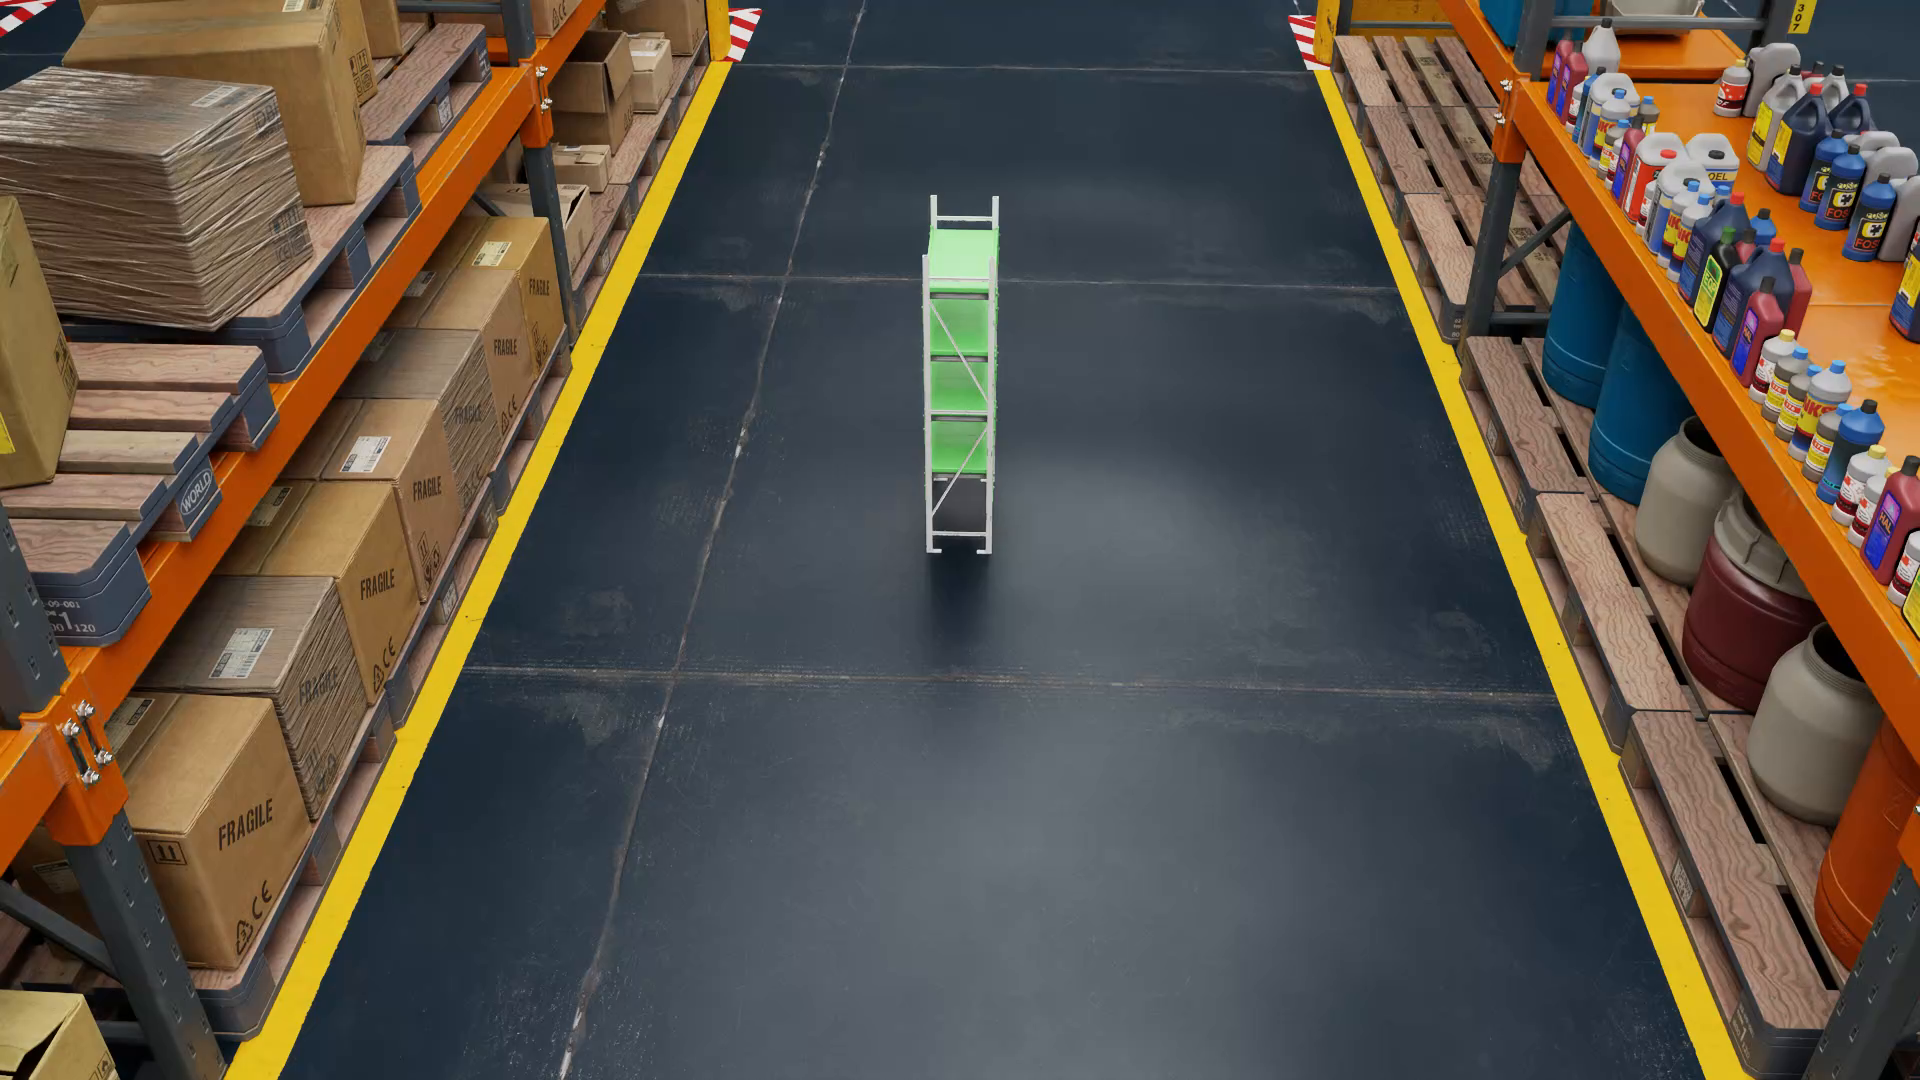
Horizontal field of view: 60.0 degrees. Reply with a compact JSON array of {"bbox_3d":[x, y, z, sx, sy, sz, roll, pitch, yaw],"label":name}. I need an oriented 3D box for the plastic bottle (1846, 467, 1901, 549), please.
[{"bbox_3d":[2.176,-0.079,3.926,0.097,0.201,0.097,0,35,0],"label":"plastic bottle"}]

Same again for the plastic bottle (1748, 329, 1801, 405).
[{"bbox_3d":[2.204,-0.470,4.483,0.097,0.201,0.097,0,35,0],"label":"plastic bottle"}]

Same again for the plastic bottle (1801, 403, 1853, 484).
[{"bbox_3d":[2.188,-0.247,4.165,0.097,0.201,0.097,0,35,0],"label":"plastic bottle"}]

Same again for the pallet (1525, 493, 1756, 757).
[{"bbox_3d":[2.596,0.268,5.684,1.003,0.211,1.213,1,35,2],"label":"pallet"}]

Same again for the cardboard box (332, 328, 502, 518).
[{"bbox_3d":[-2.017,-0.429,6.043,0.500,0.500,0.500,2,35,2],"label":"cardboard box"}]

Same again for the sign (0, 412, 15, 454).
[{"bbox_3d":[-1.840,-0.299,3.059,0.100,0.325,0.005,1,35,2],"label":"sign"}]

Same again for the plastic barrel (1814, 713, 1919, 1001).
[{"bbox_3d":[2.557,0.715,4.146,0.600,0.830,0.708,1,35,2],"label":"plastic barrel"}]

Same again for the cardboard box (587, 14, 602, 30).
[{"bbox_3d":[-2.399,-2.894,9.768,0.500,0.250,0.500,1,35,2],"label":"cardboard box"}]

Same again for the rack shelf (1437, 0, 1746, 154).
[{"bbox_3d":[2.795,-2.872,8.354,1.077,0.370,4.000,1,35,2],"label":"rack shelf"}]

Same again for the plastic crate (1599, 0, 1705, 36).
[{"bbox_3d":[2.876,-2.198,6.946,0.396,0.136,0.243,1,35,2],"label":"plastic crate"}]

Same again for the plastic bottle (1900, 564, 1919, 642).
[{"bbox_3d":[2.144,0.086,3.620,0.061,0.283,0.133,1,35,2],"label":"plastic bottle"}]

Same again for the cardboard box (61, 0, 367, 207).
[{"bbox_3d":[-2.244,-1.330,5.082,0.700,0.500,0.500,-7,36,-10],"label":"cardboard box"}]

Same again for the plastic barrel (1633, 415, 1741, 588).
[{"bbox_3d":[2.536,-0.130,5.625,0.421,0.512,0.421,0,35,0],"label":"plastic barrel"}]

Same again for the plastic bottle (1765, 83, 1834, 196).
[{"bbox_3d":[2.853,-1.359,5.618,0.144,0.351,0.185,1,35,2],"label":"plastic bottle"}]

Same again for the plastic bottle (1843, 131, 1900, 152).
[{"bbox_3d":[2.987,-1.233,5.504,0.152,0.276,0.135,1,35,2],"label":"plastic bottle"}]

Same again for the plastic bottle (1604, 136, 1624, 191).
[{"bbox_3d":[2.261,-1.291,5.651,0.097,0.201,0.097,0,35,0],"label":"plastic bottle"}]

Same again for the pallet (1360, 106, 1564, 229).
[{"bbox_3d":[2.752,-2.003,8.916,1.003,0.211,1.213,1,35,2],"label":"pallet"}]

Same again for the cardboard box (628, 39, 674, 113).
[{"bbox_3d":[-1.918,-2.624,9.384,0.500,0.250,0.500,1,35,2],"label":"cardboard box"}]

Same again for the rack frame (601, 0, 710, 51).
[{"bbox_3d":[-2.074,-4.432,9.948,1.000,3.000,0.127,1,35,2],"label":"rack frame"}]

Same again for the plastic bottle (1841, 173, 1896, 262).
[{"bbox_3d":[2.847,-1.013,5.195,0.097,0.271,0.097,0,35,0],"label":"plastic bottle"}]

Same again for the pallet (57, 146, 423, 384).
[{"bbox_3d":[-2.322,-0.875,5.053,1.003,0.211,1.213,1,35,2],"label":"pallet"}]

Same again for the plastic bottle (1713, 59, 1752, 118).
[{"bbox_3d":[2.897,-1.695,6.225,0.097,0.201,0.097,0,35,0],"label":"plastic bottle"}]

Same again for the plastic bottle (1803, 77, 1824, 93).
[{"bbox_3d":[3.007,-1.523,5.916,0.152,0.276,0.135,1,35,2],"label":"plastic bottle"}]

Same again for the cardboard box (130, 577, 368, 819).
[{"bbox_3d":[-2.076,0.451,4.791,0.500,0.500,0.500,0,35,0],"label":"cardboard box"}]

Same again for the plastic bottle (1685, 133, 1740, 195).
[{"bbox_3d":[2.430,-1.174,5.420,0.152,0.276,0.135,1,35,2],"label":"plastic bottle"}]

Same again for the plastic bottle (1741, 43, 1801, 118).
[{"bbox_3d":[3.022,-1.733,6.215,0.152,0.276,0.135,1,35,2],"label":"plastic bottle"}]

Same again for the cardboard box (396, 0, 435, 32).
[{"bbox_3d":[-2.471,-2.468,7.066,0.500,0.500,0.500,2,35,3],"label":"cardboard box"}]

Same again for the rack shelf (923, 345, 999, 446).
[{"bbox_3d":[0.007,-0.534,6.077,0.258,0.148,0.480,1,35,2],"label":"rack shelf"}]

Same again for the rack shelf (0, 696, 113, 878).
[{"bbox_3d":[-2.475,1.607,1.980,1.077,0.370,4.000,1,35,2],"label":"rack shelf"}]

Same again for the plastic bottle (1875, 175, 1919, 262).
[{"bbox_3d":[2.972,-1.023,5.204,0.152,0.276,0.135,1,35,2],"label":"plastic bottle"}]

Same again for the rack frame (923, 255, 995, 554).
[{"bbox_3d":[-0.003,-0.446,5.841,0.240,1.200,0.015,1,35,2],"label":"rack frame"}]

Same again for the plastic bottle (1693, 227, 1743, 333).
[{"bbox_3d":[2.203,-0.753,4.815,0.061,0.283,0.133,1,35,2],"label":"plastic bottle"}]

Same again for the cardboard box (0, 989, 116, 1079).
[{"bbox_3d":[-2.170,1.194,3.480,0.500,0.311,0.500,2,35,3],"label":"cardboard box"}]

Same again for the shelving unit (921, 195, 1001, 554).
[{"bbox_3d":[0.007,-0.586,6.040,0.258,1.200,0.503,1,35,2],"label":"shelving unit"}]

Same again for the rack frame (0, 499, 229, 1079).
[{"bbox_3d":[-2.395,0.164,3.408,1.000,3.000,0.127,1,35,2],"label":"rack frame"}]

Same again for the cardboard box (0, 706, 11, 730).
[{"bbox_3d":[-2.592,0.464,4.772,0.500,0.500,0.500,3,35,4],"label":"cardboard box"}]

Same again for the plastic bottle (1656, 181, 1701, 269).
[{"bbox_3d":[2.237,-0.977,5.143,0.097,0.271,0.097,0,35,0],"label":"plastic bottle"}]

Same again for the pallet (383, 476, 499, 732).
[{"bbox_3d":[-2.276,0.178,5.814,1.003,0.211,1.213,1,35,2],"label":"pallet"}]

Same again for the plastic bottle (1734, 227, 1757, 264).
[{"bbox_3d":[2.264,-0.752,4.813,0.061,0.283,0.133,1,35,2],"label":"plastic bottle"}]

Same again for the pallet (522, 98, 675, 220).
[{"bbox_3d":[-2.160,-2.090,9.041,1.003,0.211,1.213,1,35,2],"label":"pallet"}]

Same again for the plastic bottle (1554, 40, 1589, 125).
[{"bbox_3d":[2.268,-1.692,6.151,0.061,0.283,0.133,1,35,2],"label":"plastic bottle"}]

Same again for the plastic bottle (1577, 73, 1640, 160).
[{"bbox_3d":[2.301,-1.499,5.883,0.152,0.276,0.135,1,35,2],"label":"plastic bottle"}]

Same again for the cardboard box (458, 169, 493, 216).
[{"bbox_3d":[-2.495,-1.625,7.745,0.500,0.500,0.500,1,35,2],"label":"cardboard box"}]
